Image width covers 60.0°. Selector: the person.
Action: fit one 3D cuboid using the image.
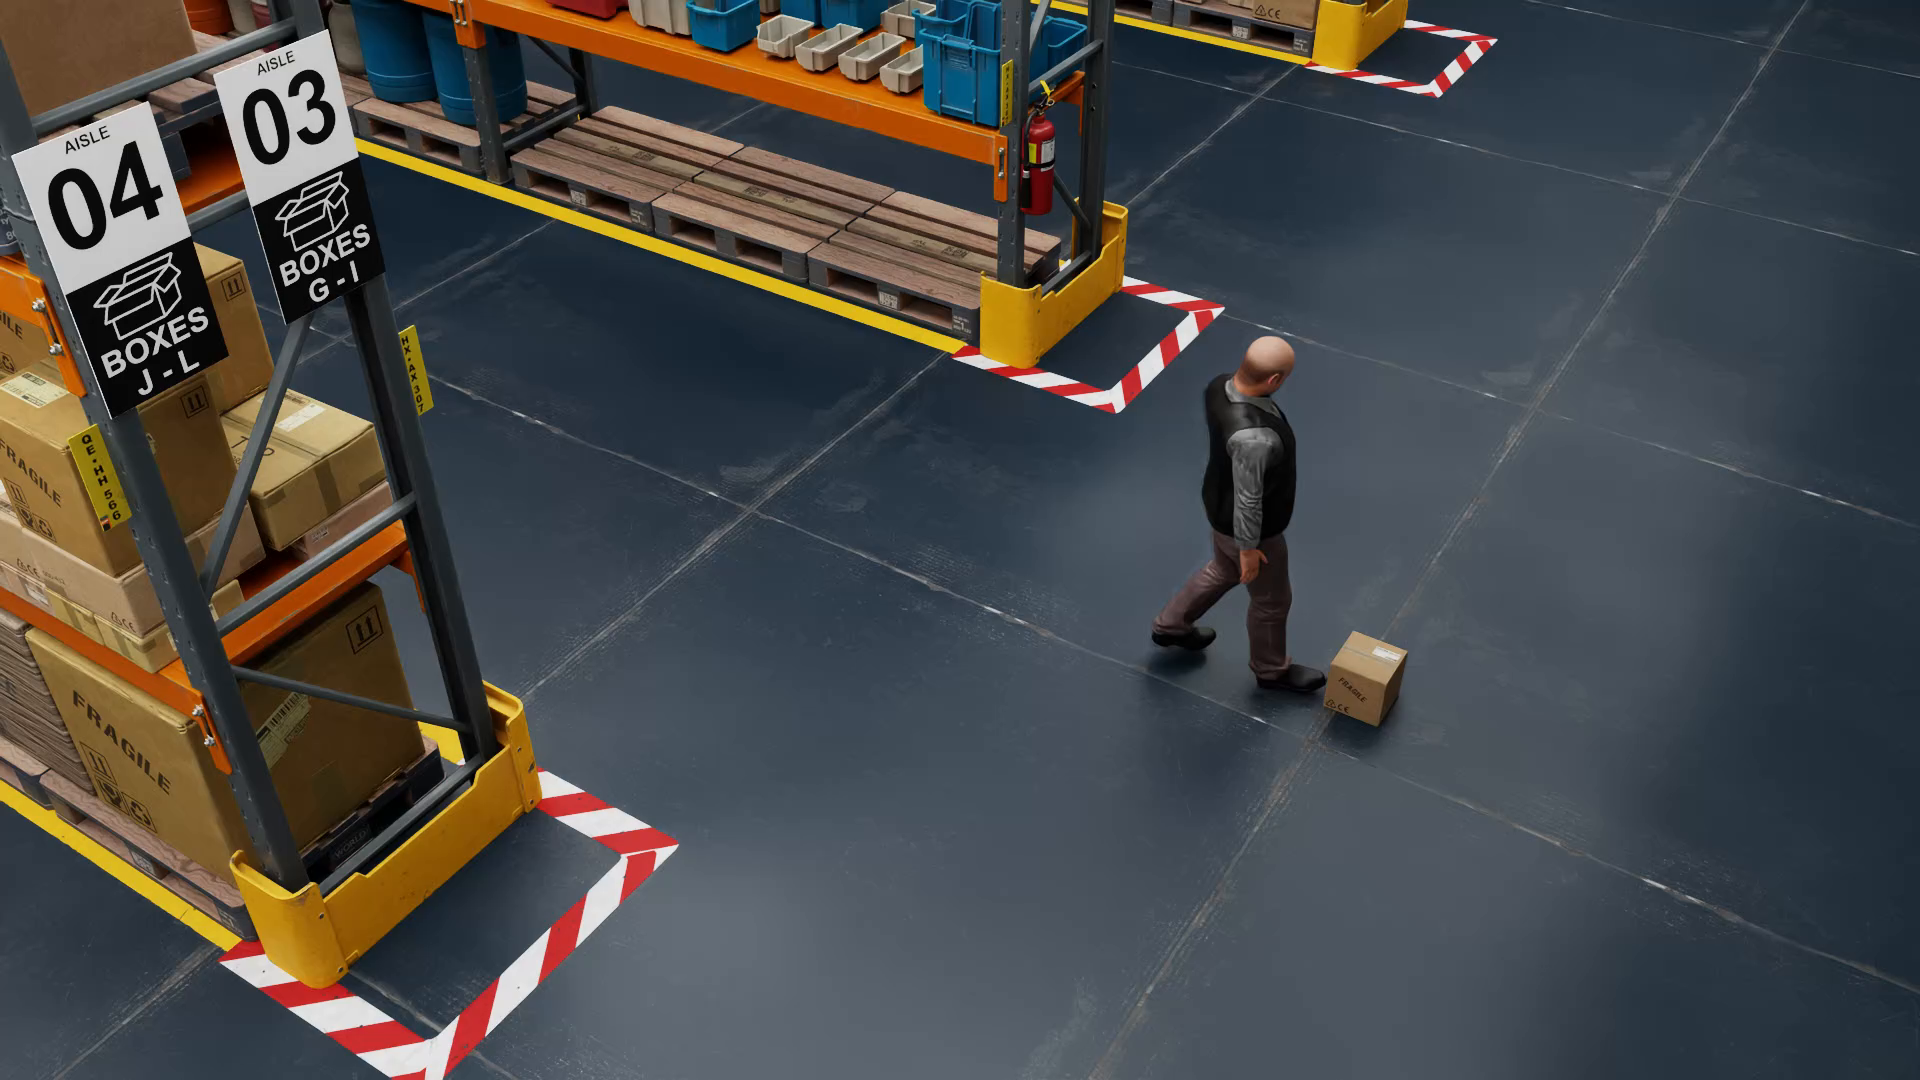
[{"bbox_3d":[1.247,-0.104,6.826,0.688,1.700,0.562,1,38,1],"label":"person"}]
